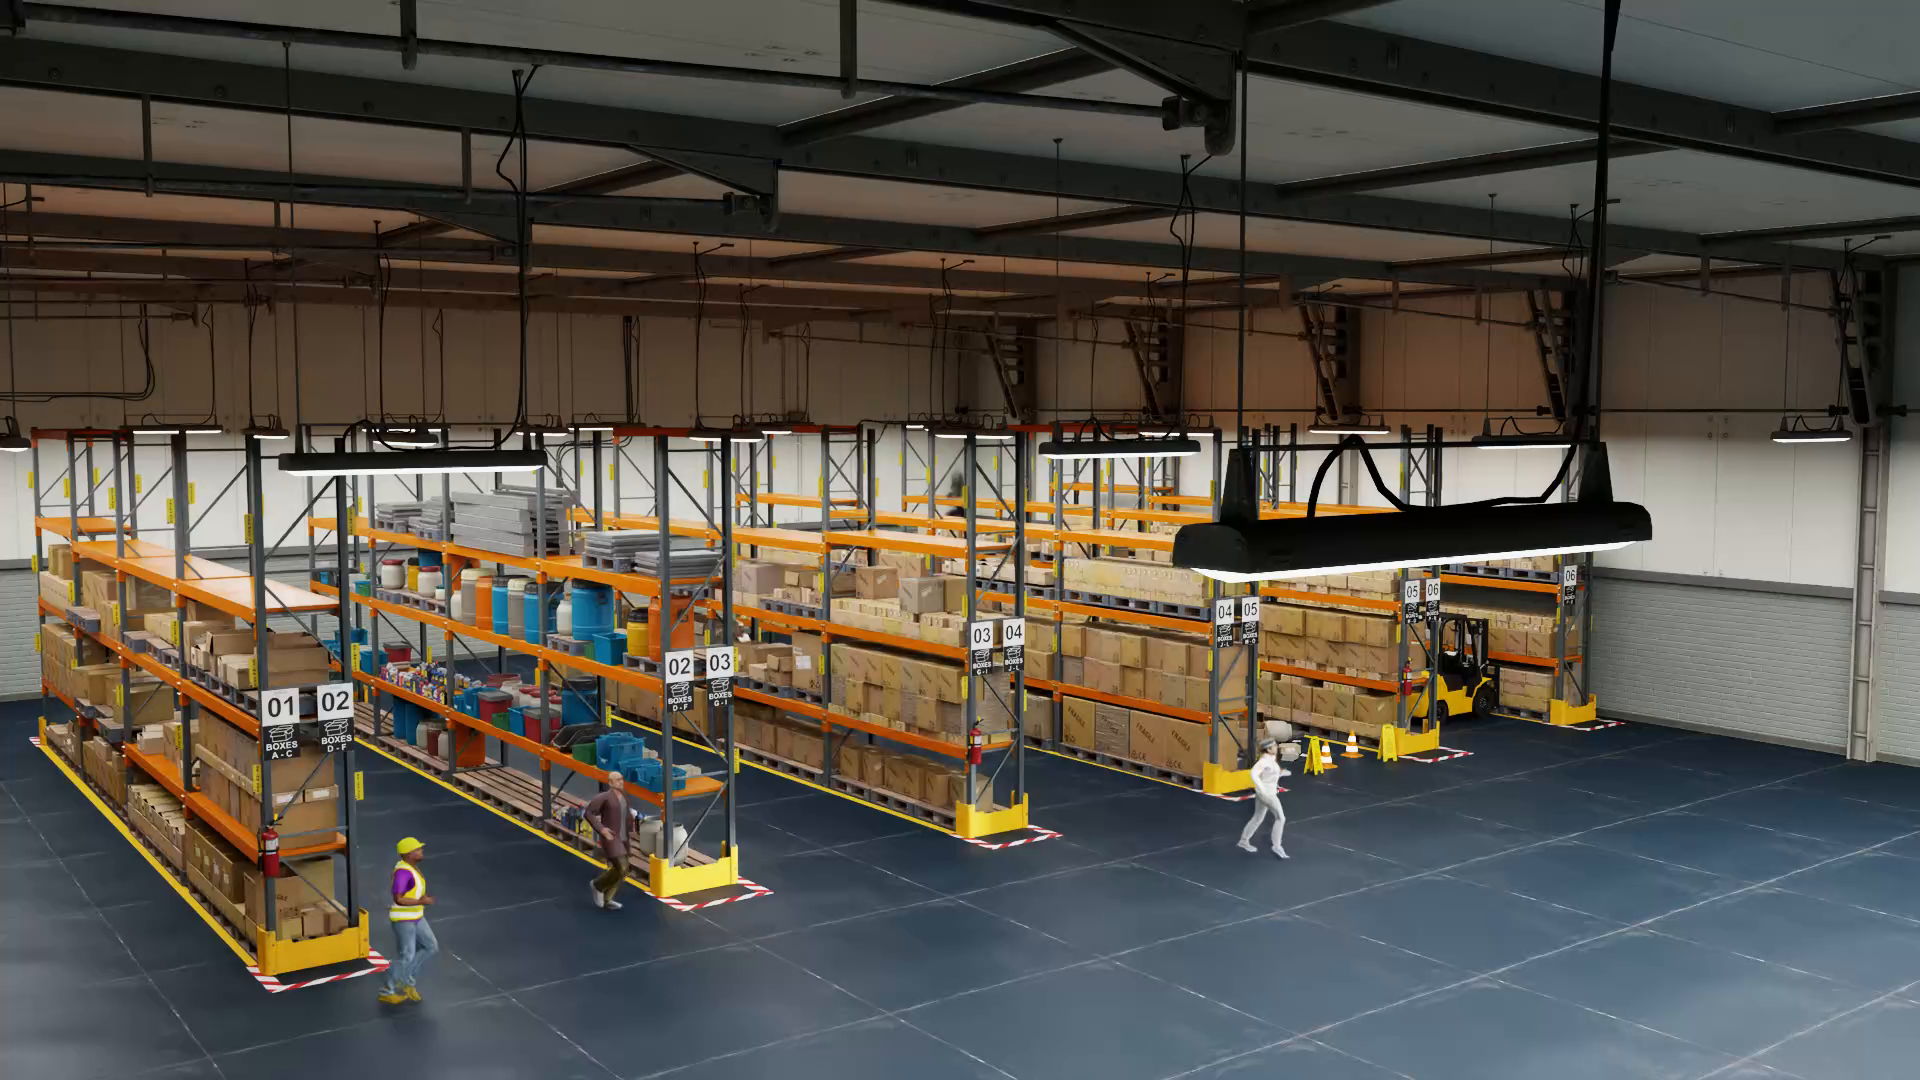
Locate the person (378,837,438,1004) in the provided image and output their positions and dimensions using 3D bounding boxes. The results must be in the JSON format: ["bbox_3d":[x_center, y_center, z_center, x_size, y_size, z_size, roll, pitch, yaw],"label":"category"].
[{"bbox_3d":[-5.887,4.075,17.841,0.645,1.770,0.688,0,4,-3],"label":"person"}]

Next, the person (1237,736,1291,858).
[{"bbox_3d":[4.319,3.646,23.604,0.755,1.761,0.581,0,4,2],"label":"person"}]

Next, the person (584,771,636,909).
[{"bbox_3d":[-4.365,3.804,21.106,0.549,1.734,0.741,2,5,27],"label":"person"}]

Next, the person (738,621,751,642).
[{"bbox_3d":[-4.750,2.630,35.789,0.688,1.790,0.840,-4,6,-40],"label":"person"}]
